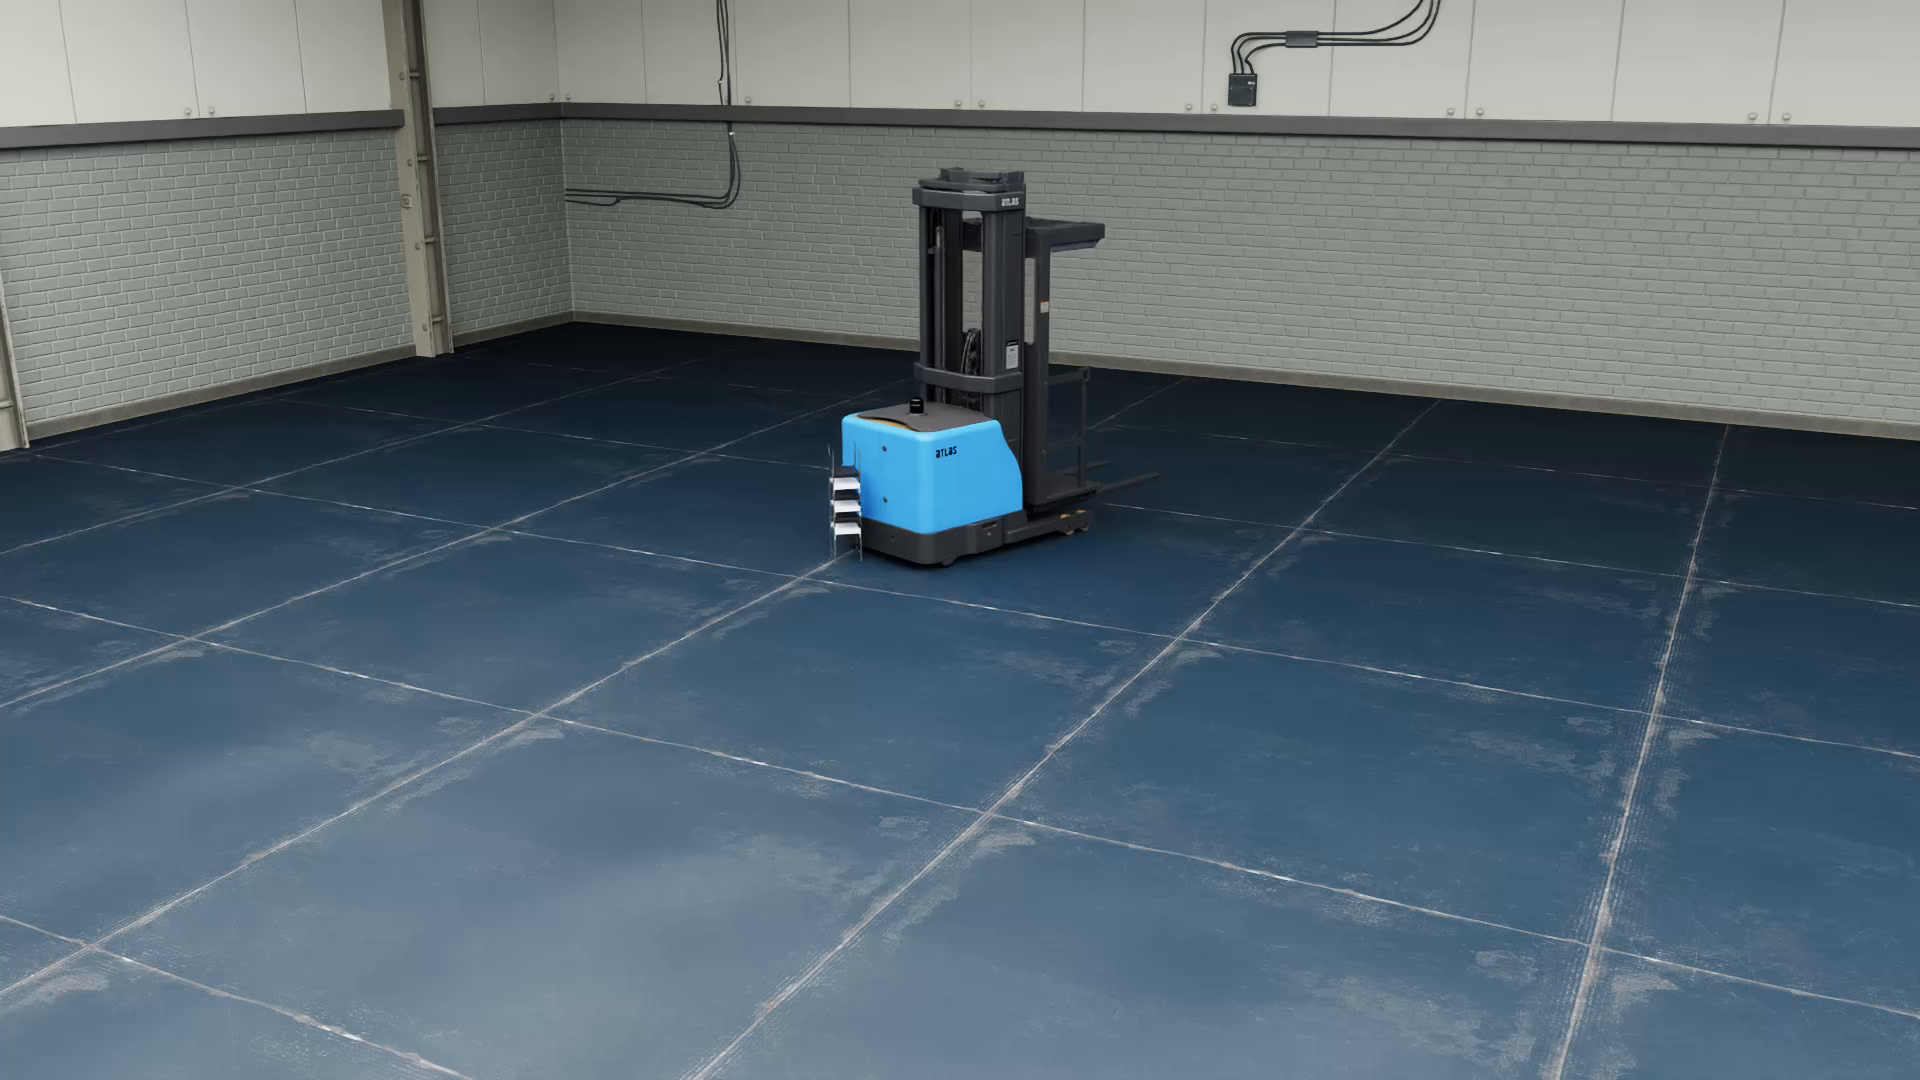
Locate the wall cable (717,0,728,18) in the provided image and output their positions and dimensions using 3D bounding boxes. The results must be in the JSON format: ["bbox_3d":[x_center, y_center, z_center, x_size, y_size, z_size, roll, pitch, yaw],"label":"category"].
[{"bbox_3d":[-1.939,-7.913,20.944,3.097,2.526,0.112,8,18,25],"label":"wall cable"}]

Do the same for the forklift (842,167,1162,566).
[{"bbox_3d":[0.467,-1.545,13.577,3.031,2.935,1.130,-15,22,-42],"label":"forklift"}]

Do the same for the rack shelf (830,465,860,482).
[{"bbox_3d":[-0.892,-0.510,12.826,0.200,0.077,0.258,-4,18,-12],"label":"rack shelf"}]

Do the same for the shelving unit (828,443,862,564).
[{"bbox_3d":[-0.893,-0.284,12.896,0.210,0.900,0.258,-4,18,-12],"label":"shelving unit"}]

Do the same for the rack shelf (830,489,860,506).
[{"bbox_3d":[-0.893,-0.338,12.879,0.200,0.077,0.258,-4,18,-12],"label":"rack shelf"}]

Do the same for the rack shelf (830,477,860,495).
[{"bbox_3d":[-0.893,-0.424,12.853,0.200,0.077,0.258,-4,18,-12],"label":"rack shelf"}]

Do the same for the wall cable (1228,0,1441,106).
[{"bbox_3d":[4.127,-7.743,17.815,2.305,6.003,0.169,8,18,25],"label":"wall cable"}]

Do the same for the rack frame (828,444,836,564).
[{"bbox_3d":[-0.992,-0.278,12.875,0.006,0.900,0.240,-4,18,-12],"label":"rack frame"}]

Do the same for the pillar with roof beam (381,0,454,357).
[{"bbox_3d":[-3.007,-6.195,18.575,9.100,9.000,0.400,8,18,25],"label":"pillar with roof beam"}]

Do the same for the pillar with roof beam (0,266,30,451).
[{"bbox_3d":[-5.688,-4.666,13.430,9.100,9.000,0.400,8,18,25],"label":"pillar with roof beam"}]

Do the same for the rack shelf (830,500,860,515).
[{"bbox_3d":[-0.893,-0.252,12.906,0.200,0.077,0.258,-4,18,-12],"label":"rack shelf"}]

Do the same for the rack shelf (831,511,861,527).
[{"bbox_3d":[-0.893,-0.166,12.932,0.200,0.077,0.258,-4,18,-12],"label":"rack shelf"}]

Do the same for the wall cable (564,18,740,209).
[{"bbox_3d":[-4.359,-5.836,22.821,3.097,2.526,0.112,8,18,25],"label":"wall cable"}]

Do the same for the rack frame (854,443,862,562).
[{"bbox_3d":[-0.794,-0.291,12.917,0.006,0.900,0.240,-4,18,-12],"label":"rack frame"}]

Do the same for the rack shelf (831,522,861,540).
[{"bbox_3d":[-0.893,-0.080,12.959,0.200,0.077,0.258,-4,18,-12],"label":"rack shelf"}]
